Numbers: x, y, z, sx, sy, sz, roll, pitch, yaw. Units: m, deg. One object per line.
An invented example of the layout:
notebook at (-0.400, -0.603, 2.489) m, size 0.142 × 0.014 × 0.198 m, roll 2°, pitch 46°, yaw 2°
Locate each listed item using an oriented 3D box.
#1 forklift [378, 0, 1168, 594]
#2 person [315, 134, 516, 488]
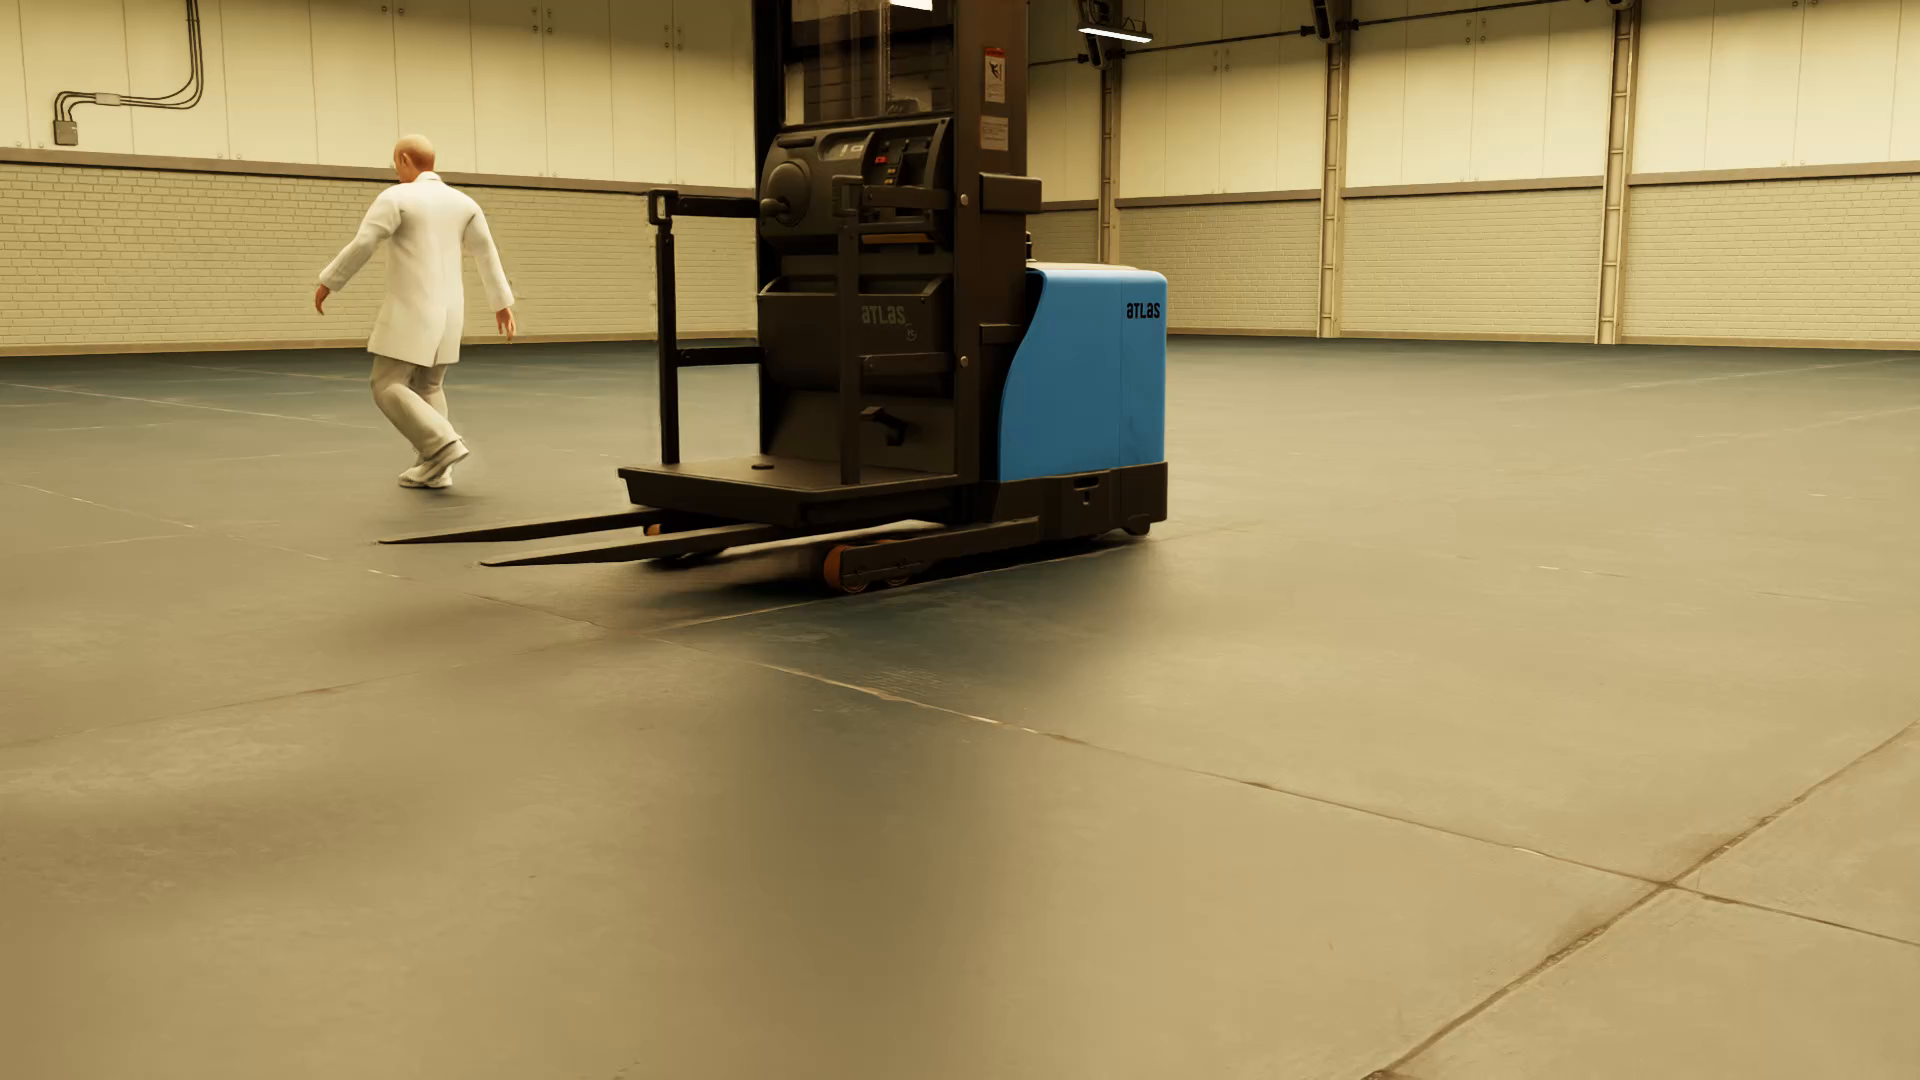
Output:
forklift at (-0.537, -1.355, 5.874) m, size 1.130 × 2.935 × 3.031 m, roll 8°, pitch 12°, yaw 43°
person at (-2.663, -1.123, 8.284) m, size 0.704 × 1.762 × 0.880 m, roll 5°, pitch 10°, yaw 29°
